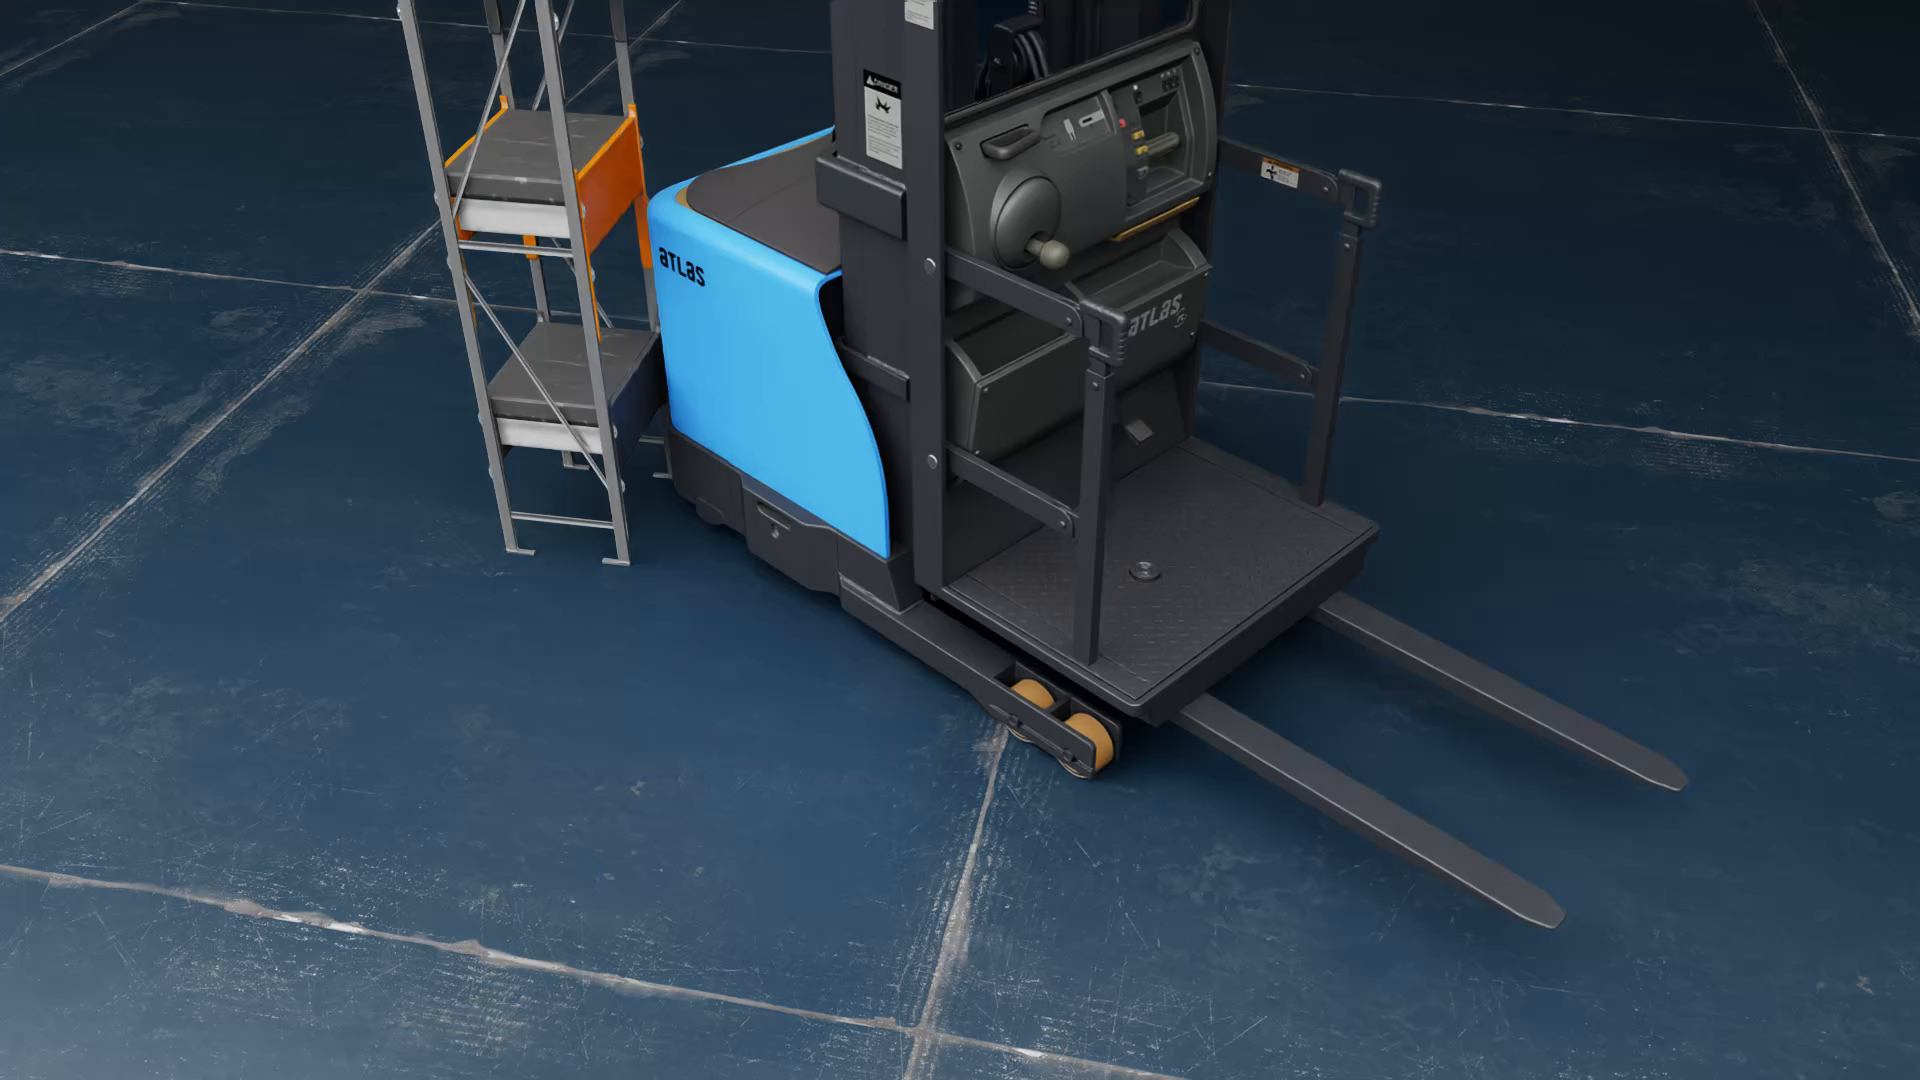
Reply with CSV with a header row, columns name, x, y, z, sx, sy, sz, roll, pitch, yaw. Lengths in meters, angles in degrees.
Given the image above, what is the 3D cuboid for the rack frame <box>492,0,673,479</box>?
name,x,y,z,sx,sy,sz,roll,pitch,yaw
rack frame,-1.130,-1.075,4.944,0.400,2.100,0.015,6,36,8

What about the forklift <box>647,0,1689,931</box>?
name,x,y,z,sx,sy,sz,roll,pitch,yaw
forklift,0.475,-0.908,4.005,3.031,2.935,1.130,30,46,35

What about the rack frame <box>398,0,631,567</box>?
name,x,y,z,sx,sy,sz,roll,pitch,yaw
rack frame,-1.216,-0.793,4.555,0.400,2.100,0.015,6,36,8

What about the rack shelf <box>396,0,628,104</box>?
name,x,y,z,sx,sy,sz,roll,pitch,yaw
rack shelf,-1.173,-1.490,4.347,0.431,0.518,0.480,6,36,8

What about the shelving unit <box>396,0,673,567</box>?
name,x,y,z,sx,sy,sz,roll,pitch,yaw
shelving unit,-1.173,-0.934,4.749,0.431,2.100,0.503,6,36,8

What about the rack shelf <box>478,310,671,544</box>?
name,x,y,z,sx,sy,sz,roll,pitch,yaw
rack shelf,-1.173,-0.356,5.168,0.431,0.518,0.480,6,36,8

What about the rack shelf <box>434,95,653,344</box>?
name,x,y,z,sx,sy,sz,roll,pitch,yaw
rack shelf,-1.173,-0.923,4.757,0.431,0.518,0.480,6,36,8
